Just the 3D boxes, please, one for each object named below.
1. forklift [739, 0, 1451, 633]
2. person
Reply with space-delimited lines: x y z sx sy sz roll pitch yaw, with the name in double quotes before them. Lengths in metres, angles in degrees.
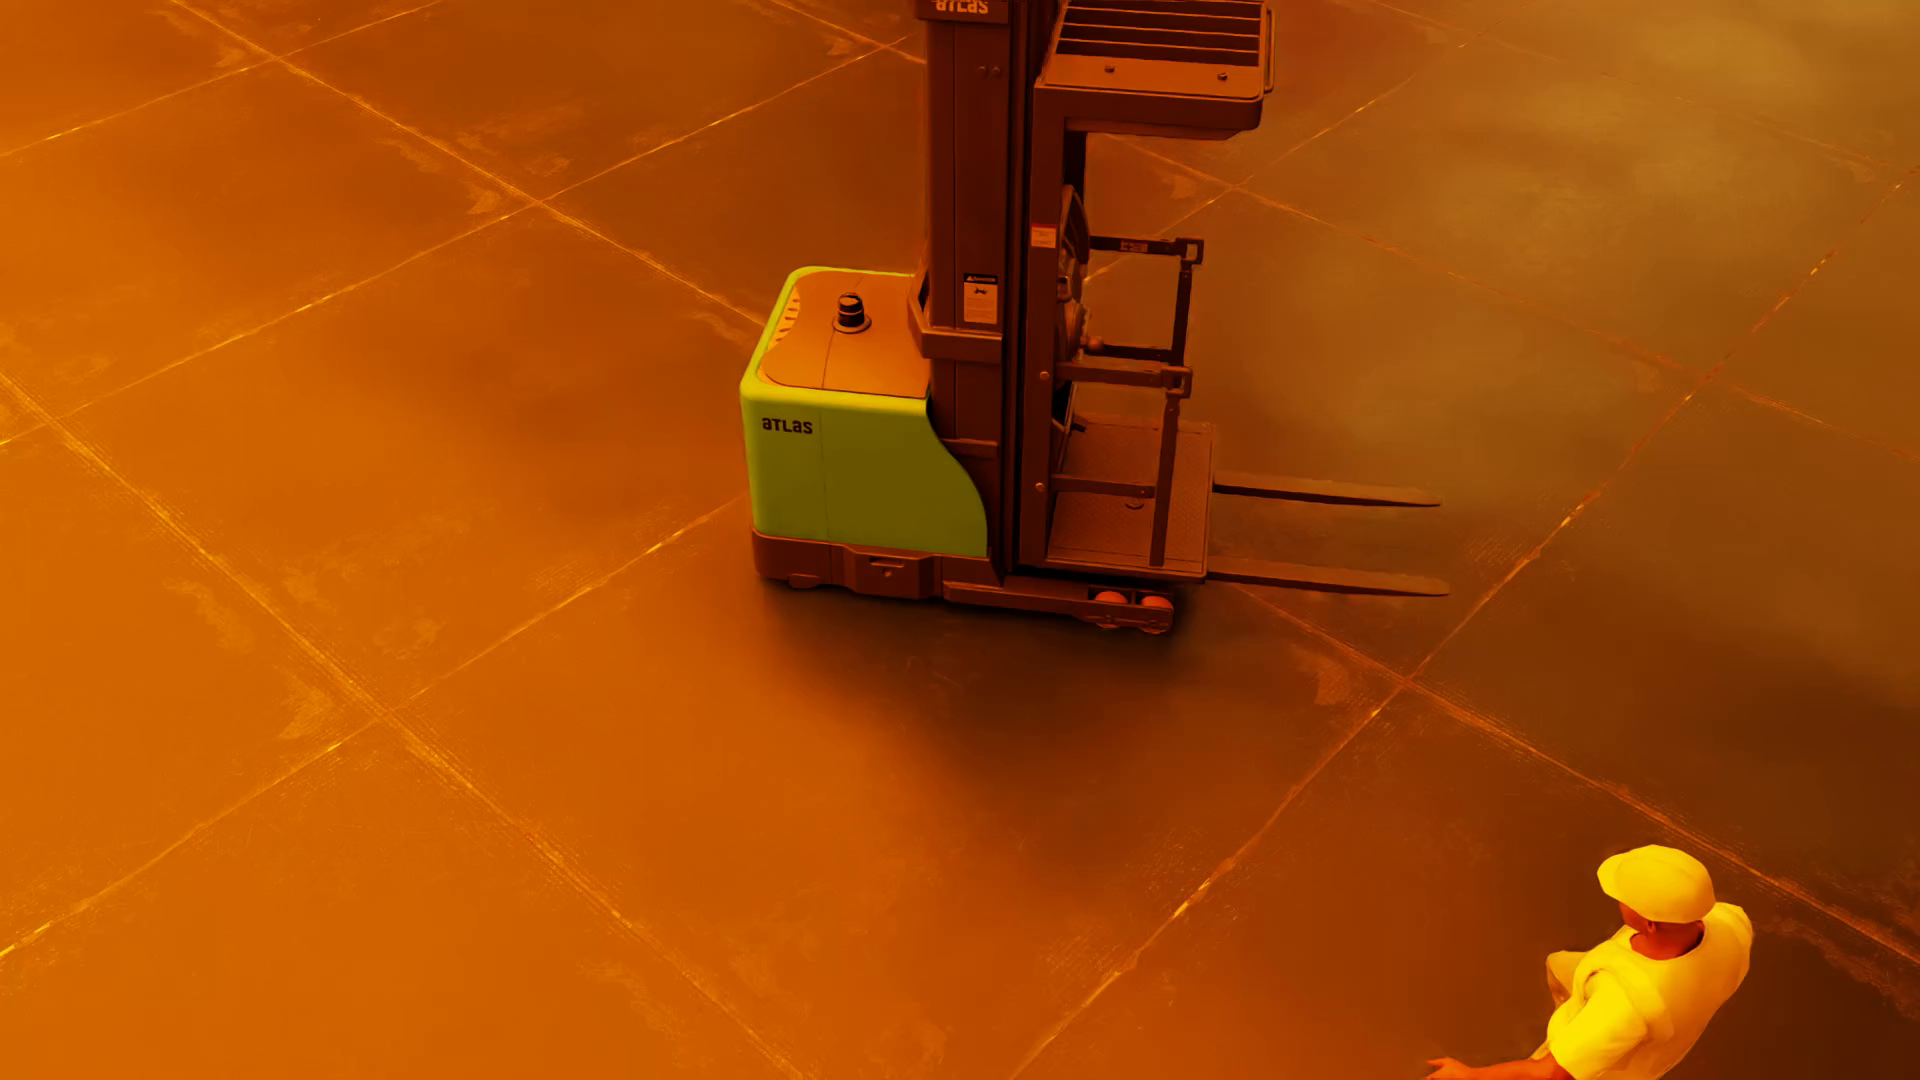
"forklift" 0.641 -1.081 6.688 3.031 2.935 1.130 6 41 7
"person" 1.838 1.417 4.795 1.016 1.636 0.668 -25 47 -27
